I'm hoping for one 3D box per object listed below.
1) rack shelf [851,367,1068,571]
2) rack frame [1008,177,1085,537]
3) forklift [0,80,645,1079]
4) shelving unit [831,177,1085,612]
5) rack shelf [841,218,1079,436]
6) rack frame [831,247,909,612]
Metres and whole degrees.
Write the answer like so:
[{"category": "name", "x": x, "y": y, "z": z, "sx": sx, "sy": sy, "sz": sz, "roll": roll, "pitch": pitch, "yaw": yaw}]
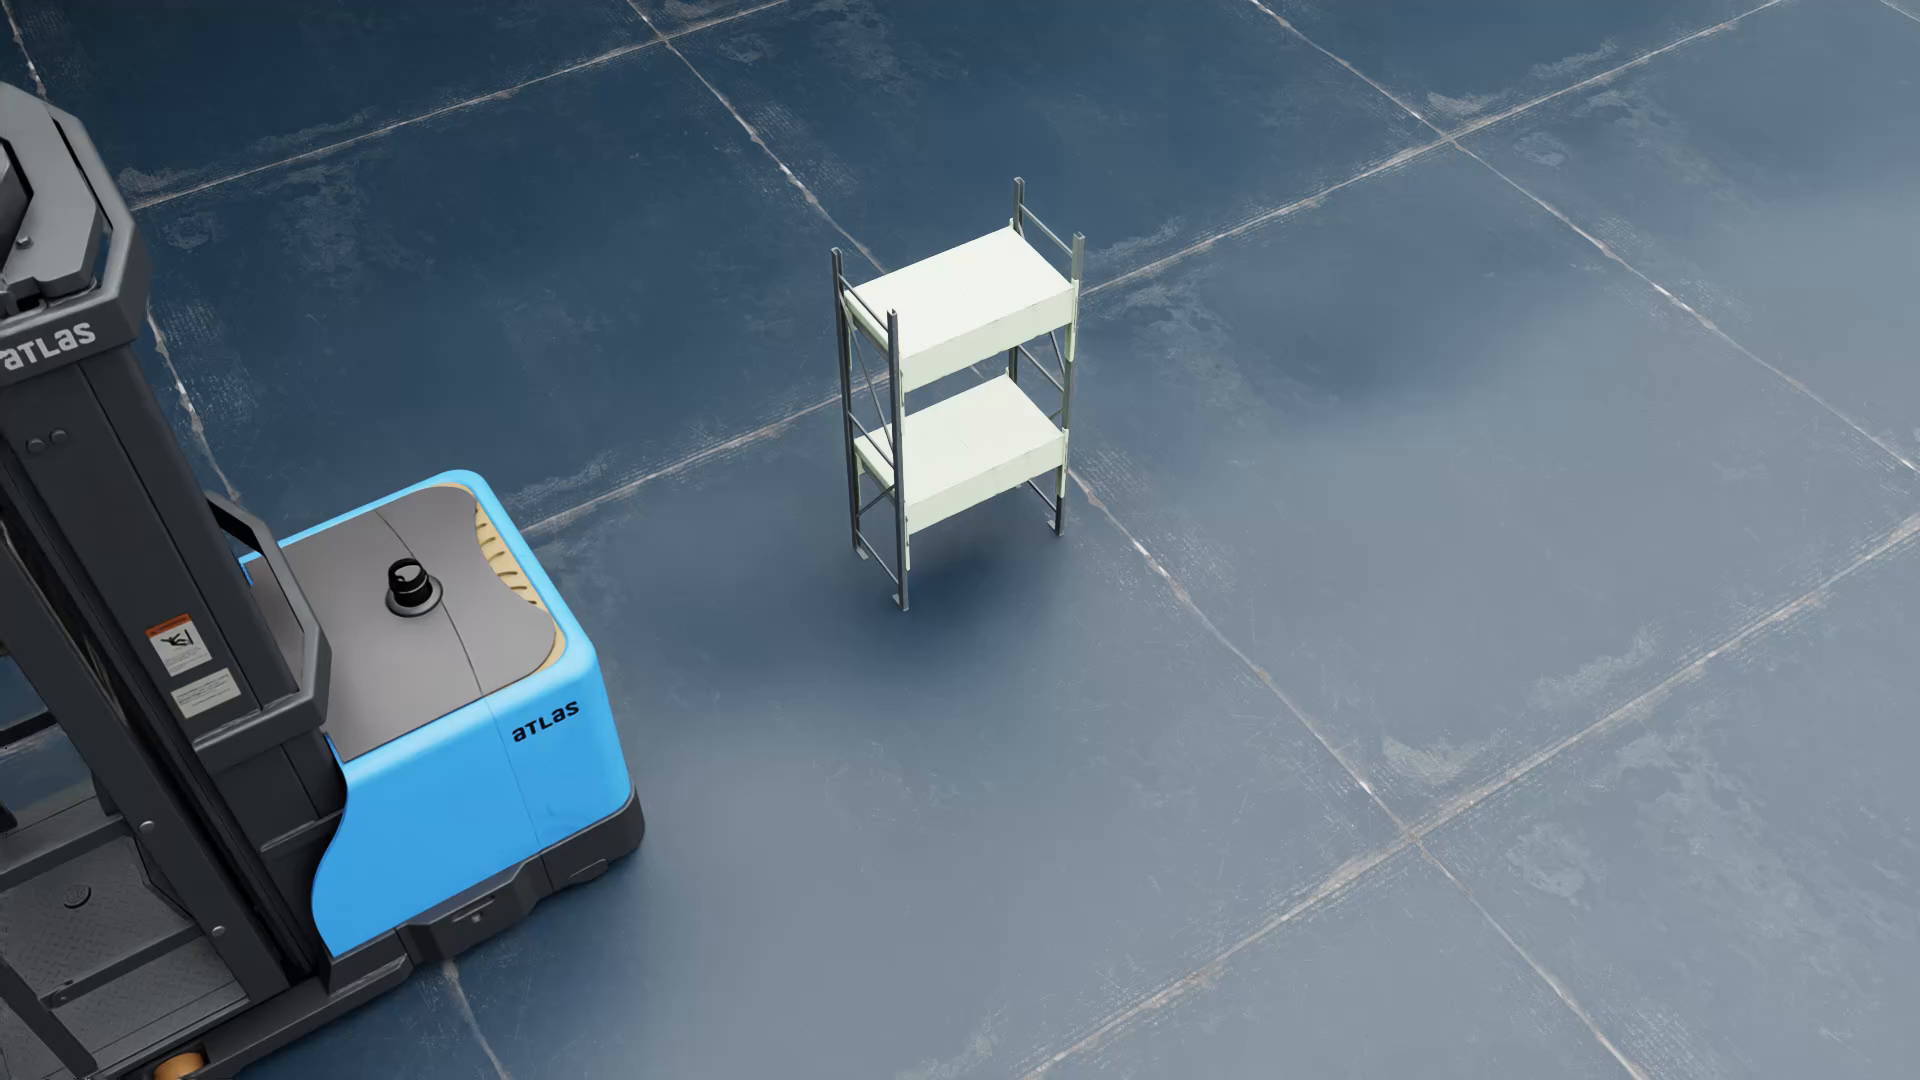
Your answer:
[{"category": "rack shelf", "x": -0.006, "y": -0.279, "z": 6.376, "sx": 0.720, "sy": 0.370, "sz": 0.431, "roll": -25, "pitch": 53, "yaw": -21}, {"category": "rack frame", "x": 0.304, "y": -0.642, "z": 6.263, "sx": 0.023, "sy": 1.500, "sz": 0.400, "roll": -25, "pitch": 53, "yaw": -21}, {"category": "forklift", "x": -2.593, "y": 0.390, "z": 4.385, "sx": 3.031, "sy": 2.935, "sz": 1.130, "roll": -26, "pitch": 53, "yaw": -22}, {"category": "shelving unit", "x": -0.006, "y": -0.496, "z": 6.133, "sx": 0.755, "sy": 1.500, "sz": 0.431, "roll": -25, "pitch": 53, "yaw": -21}, {"category": "rack shelf", "x": -0.006, "y": -0.756, "z": 5.841, "sx": 0.720, "sy": 0.370, "sz": 0.431, "roll": -25, "pitch": 53, "yaw": -21}, {"category": "rack frame", "x": -0.315, "y": -0.350, "z": 6.003, "sx": 0.023, "sy": 1.500, "sz": 0.400, "roll": -25, "pitch": 53, "yaw": -21}]
